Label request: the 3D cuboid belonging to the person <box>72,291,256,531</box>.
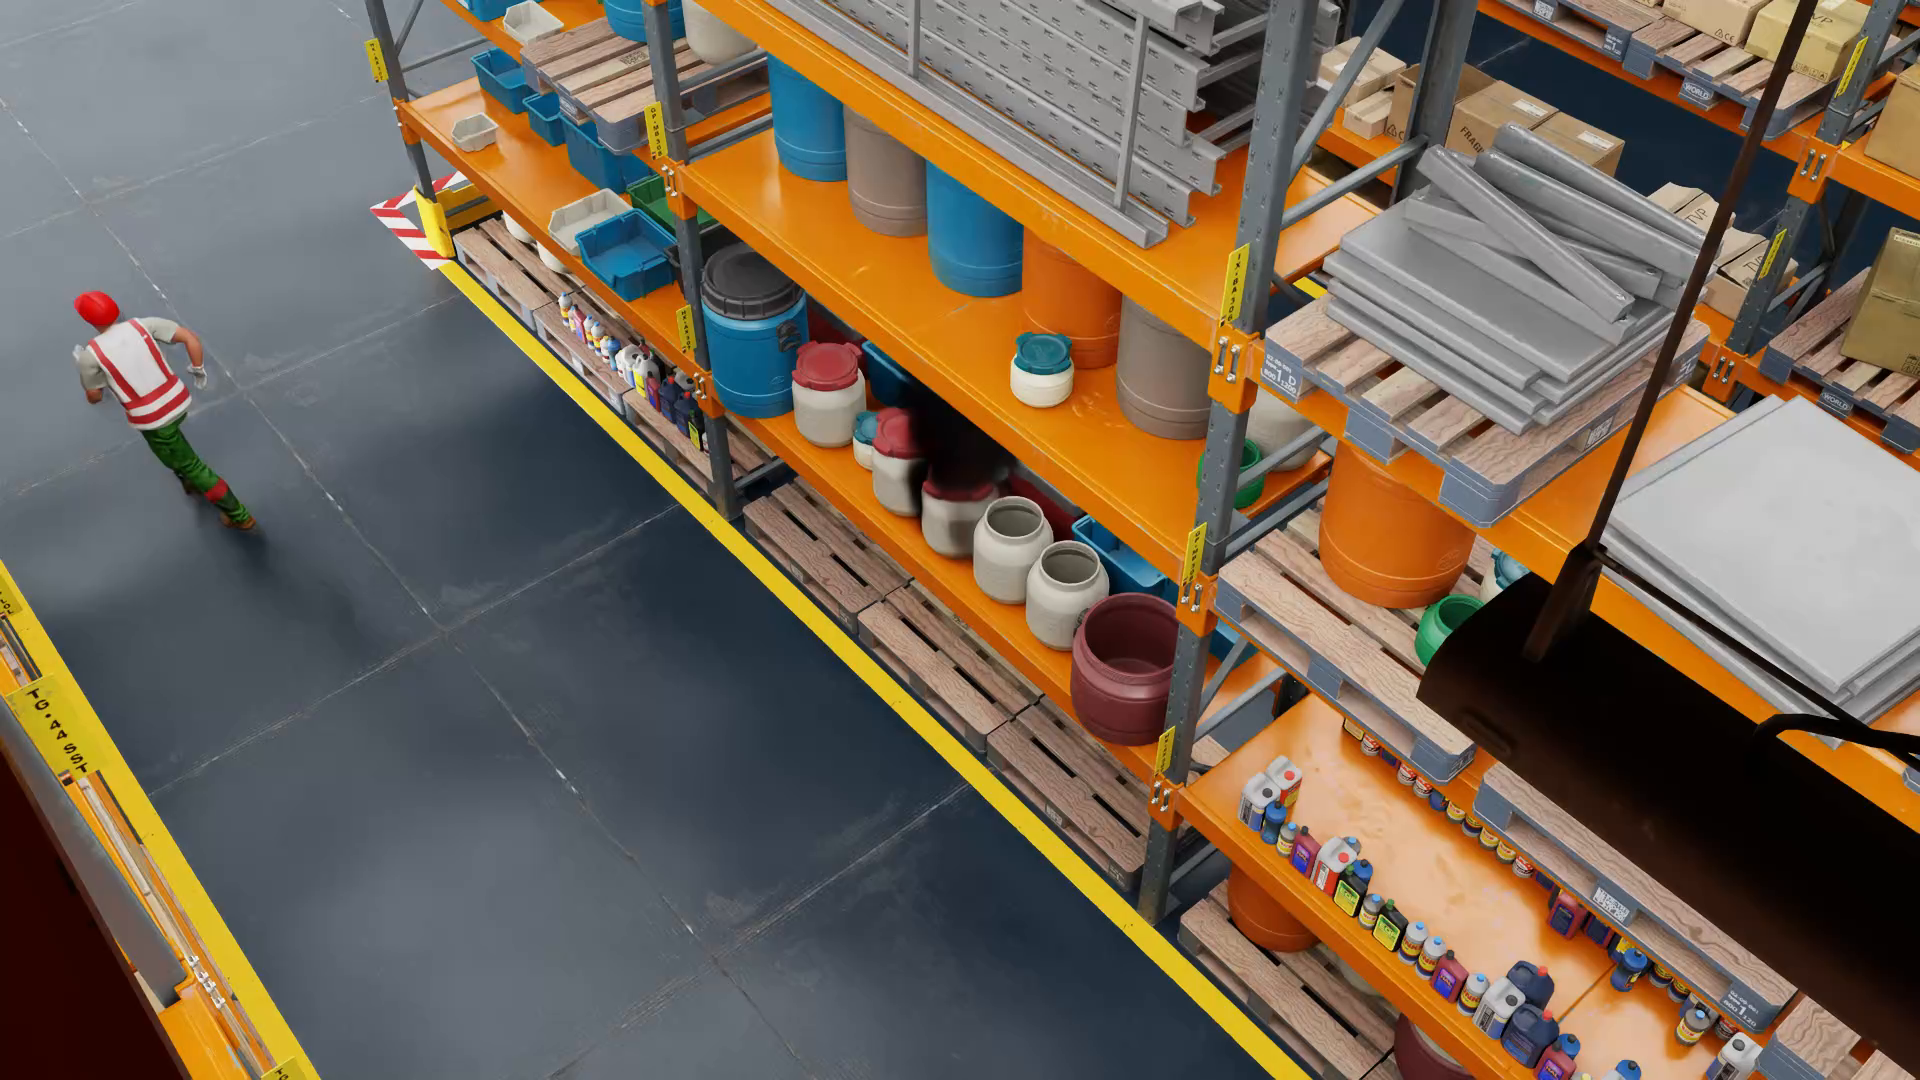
[{"bbox_3d":[-5.037,-0.790,10.526,0.948,1.758,0.646,22,50,20],"label":"person"}]
